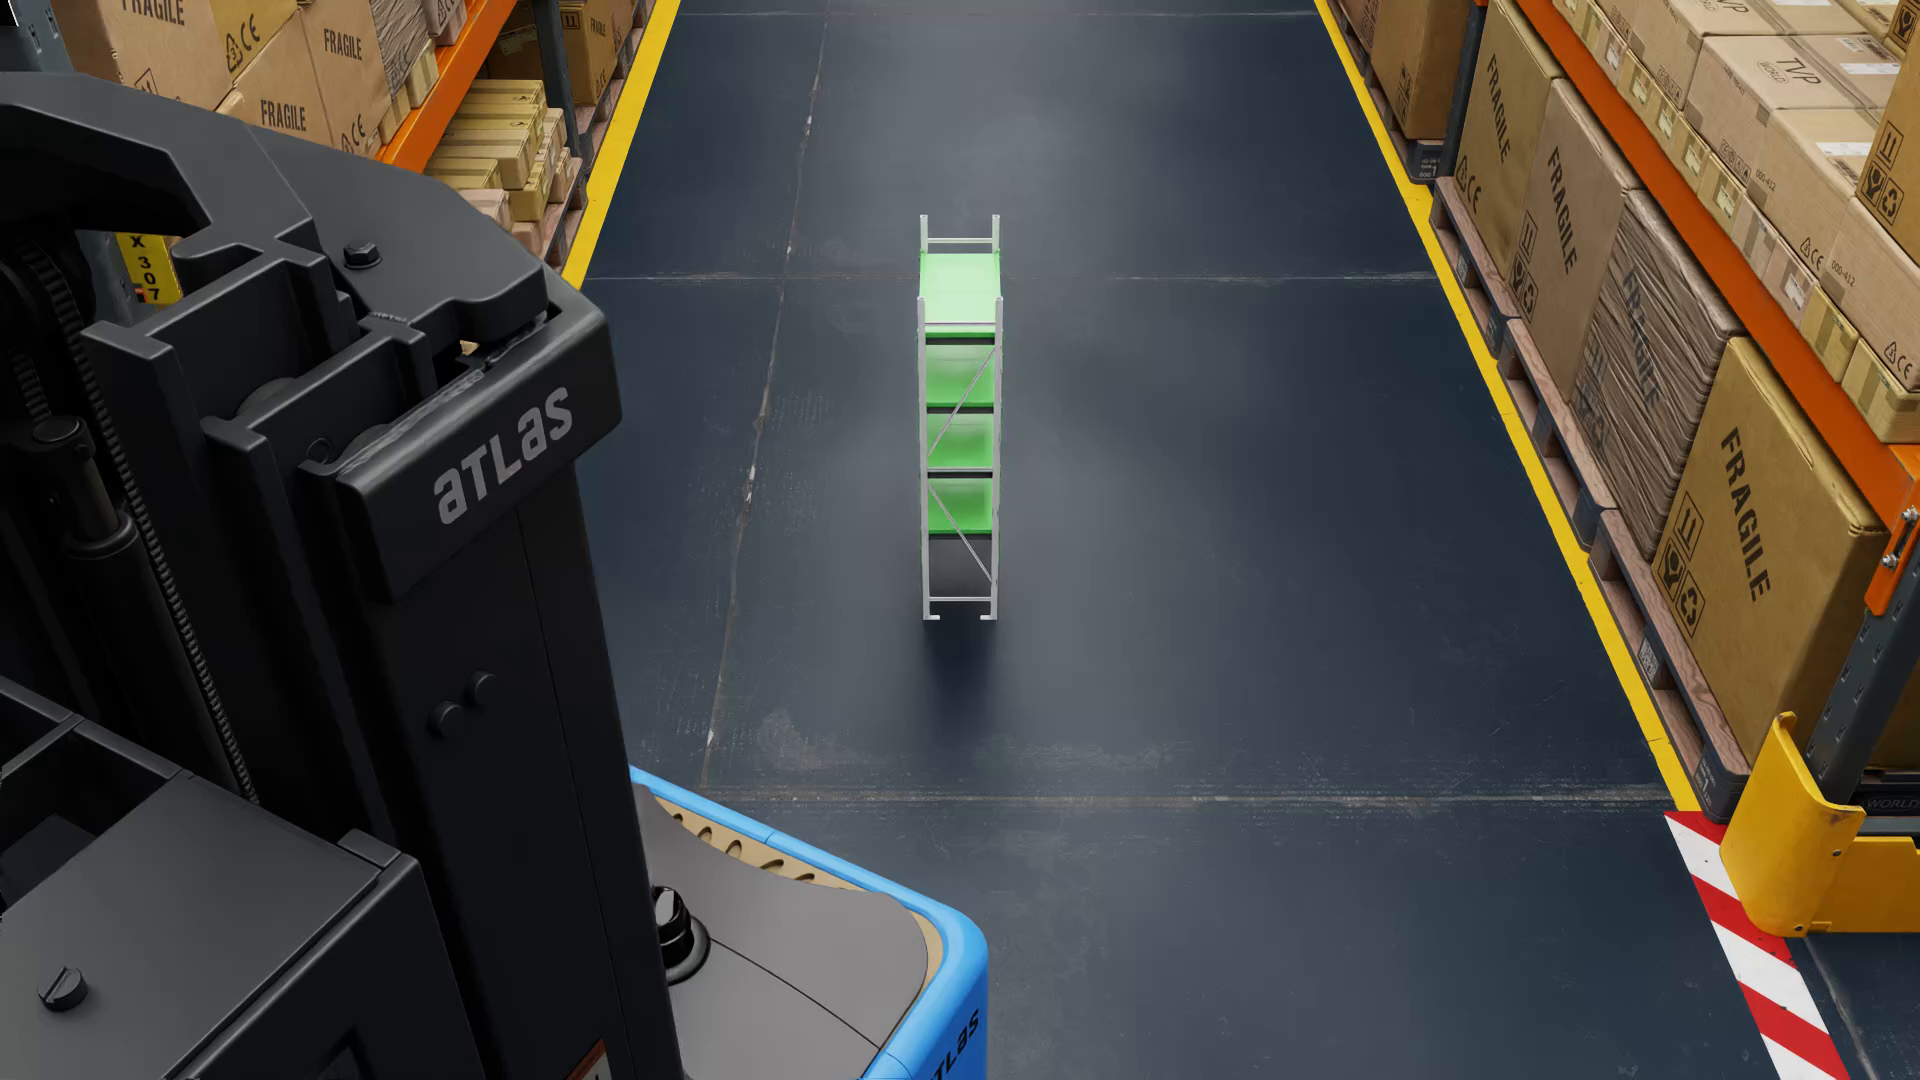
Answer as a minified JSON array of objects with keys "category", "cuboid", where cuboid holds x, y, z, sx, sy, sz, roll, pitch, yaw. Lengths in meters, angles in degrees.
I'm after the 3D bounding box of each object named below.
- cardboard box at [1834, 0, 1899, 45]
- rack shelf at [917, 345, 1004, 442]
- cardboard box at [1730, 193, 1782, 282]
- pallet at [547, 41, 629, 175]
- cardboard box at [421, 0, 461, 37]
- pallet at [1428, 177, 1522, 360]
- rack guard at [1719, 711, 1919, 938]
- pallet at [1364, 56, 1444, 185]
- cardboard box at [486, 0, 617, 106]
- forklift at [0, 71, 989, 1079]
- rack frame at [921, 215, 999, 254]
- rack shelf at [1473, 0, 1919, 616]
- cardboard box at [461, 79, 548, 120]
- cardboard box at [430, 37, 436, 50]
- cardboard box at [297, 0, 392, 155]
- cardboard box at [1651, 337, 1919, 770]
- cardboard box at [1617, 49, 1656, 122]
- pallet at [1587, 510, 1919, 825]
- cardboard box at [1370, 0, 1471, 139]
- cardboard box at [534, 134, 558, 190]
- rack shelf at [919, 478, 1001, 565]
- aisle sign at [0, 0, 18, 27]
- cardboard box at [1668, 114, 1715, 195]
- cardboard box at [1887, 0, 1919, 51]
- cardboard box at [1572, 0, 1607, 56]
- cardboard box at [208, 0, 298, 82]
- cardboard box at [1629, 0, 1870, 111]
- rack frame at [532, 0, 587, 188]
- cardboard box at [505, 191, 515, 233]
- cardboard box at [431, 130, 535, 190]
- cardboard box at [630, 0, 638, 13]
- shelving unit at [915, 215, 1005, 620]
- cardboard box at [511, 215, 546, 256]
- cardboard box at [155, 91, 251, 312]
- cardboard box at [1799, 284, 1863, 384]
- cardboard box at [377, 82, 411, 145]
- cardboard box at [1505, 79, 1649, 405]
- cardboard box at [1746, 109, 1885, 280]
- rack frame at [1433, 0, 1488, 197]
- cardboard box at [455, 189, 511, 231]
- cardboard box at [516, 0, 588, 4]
[{"category":"cardboard box","cuboid":[2.968,-1.559,5.179,0.500,0.250,0.500,-1,39,-1]},{"category":"rack shelf","cuboid":[0.000,-0.502,5.136,0.258,0.148,0.480,0,39,0]},{"category":"cardboard box","cuboid":[2.379,-0.836,4.596,0.380,0.149,0.250,1,39,1]},{"category":"pallet","cuboid":[-2.258,-2.195,8.320,1.003,0.211,1.213,0,39,0]},{"category":"cardboard box","cuboid":[-1.974,-2.013,5.546,0.500,0.500,0.500,0,39,0]},{"category":"pallet","cuboid":[2.627,-1.173,7.045,1.003,0.211,1.213,0,39,0]},{"category":"rack guard","cuboid":[2.709,0.755,4.408,1.175,0.500,0.348,0,39,0]},{"category":"pallet","cuboid":[2.628,-2.131,8.240,1.003,0.211,1.213,0,39,0]},{"category":"cardboard box","cuboid":[-1.991,-2.447,8.068,0.500,0.500,0.500,1,39,2]},{"category":"forklift","cuboid":[-1.086,1.078,2.061,1.130,2.935,3.031,19,43,22]},{"category":"rack frame","cuboid":[0.000,-0.517,5.436,0.240,1.200,0.015,0,39,0]},{"category":"rack shelf","cuboid":[2.707,-1.205,5.431,1.077,0.370,4.000,0,39,0]},{"category":"cardboard box","cuboid":[-1.995,-1.858,7.137,0.380,0.149,0.250,1,39,1]},{"category":"cardboard box","cuboid":[-2.019,-1.701,5.675,0.380,0.149,0.250,-1,39,-1]},{"category":"cardboard box","cuboid":[-1.989,-1.372,4.746,0.500,0.500,0.500,0,39,1]},{"category":"cardboard box","cuboid":[2.628,0.030,4.677,0.875,0.875,0.875,0,39,0]},{"category":"cardboard box","cuboid":[2.375,-1.479,5.397,0.380,0.149,0.250,-1,39,-1]},{"category":"pallet","cuboid":[2.630,0.353,5.141,1.003,0.211,1.213,0,39,0]},{"category":"cardboard box","cuboid":[2.684,-2.472,7.799,1.225,0.875,0.875,0,39,0]},{"category":"cardboard box","cuboid":[-1.925,-1.598,7.051,0.380,0.149,0.250,-2,39,-2]},{"category":"rack shelf","cuboid":[0.000,-0.128,5.436,0.258,0.148,0.480,0,39,0]},{"category":"aisle sign","cuboid":[-1.951,-1.264,2.850,0.394,0.787,0.004,0,39,0]},{"category":"cardboard box","cuboid":[2.376,-1.161,5.000,0.380,0.149,0.250,0,39,0]},{"category":"cardboard box","cuboid":[2.971,-1.522,4.534,0.500,0.500,0.500,-1,39,-1]},{"category":"cardboard box","cuboid":[2.376,-1.800,5.798,0.380,0.149,0.250,-1,39,-1]},{"category":"cardboard box","cuboid":[-1.993,-1.437,4.027,0.500,0.500,0.500,1,39,1]},{"category":"cardboard box","cuboid":[2.437,-1.557,5.176,0.500,0.250,0.500,0,39,0]},{"category":"rack frame","cuboid":[-2.256,-2.796,6.841,1.000,3.000,0.127,0,39,0]},{"category":"cardboard box","cuboid":[-2.005,-1.273,6.646,0.380,0.149,0.250,0,39,0]},{"category":"cardboard box","cuboid":[-1.948,-1.542,6.744,0.380,0.149,0.250,0,39,0]},{"category":"cardboard box","cuboid":[-2.008,-3.105,8.890,0.500,0.500,0.500,1,39,1]},{"category":"shelving unit","cuboid":[0.000,-0.365,5.246,0.258,1.200,0.503,0,39,0]},{"category":"cardboard box","cuboid":[-1.933,-1.275,6.886,0.380,0.149,0.250,-1,39,-2]},{"category":"cardboard box","cuboid":[-1.975,-0.731,3.946,0.500,0.500,0.500,2,39,2]},{"category":"cardboard box","cuboid":[2.377,-0.522,4.204,0.380,0.149,0.250,0,39,0]},{"category":"cardboard box","cuboid":[-1.976,-1.375,5.268,0.380,0.149,0.250,1,39,2]},{"category":"cardboard box","cuboid":[2.626,-1.096,6.082,0.875,0.875,0.875,0,39,0]},{"category":"cardboard box","cuboid":[2.443,-0.913,4.373,0.500,0.250,0.500,-1,39,-1]},{"category":"rack frame","cuboid":[2.704,-2.737,6.766,1.000,3.000,0.127,0,39,0]},{"category":"cardboard box","cuboid":[-1.933,-1.211,6.330,0.380,0.149,0.250,-2,39,-2]},{"category":"cardboard box","cuboid":[-1.992,-2.740,7.833,0.500,0.250,0.500,-2,39,-2]}]
